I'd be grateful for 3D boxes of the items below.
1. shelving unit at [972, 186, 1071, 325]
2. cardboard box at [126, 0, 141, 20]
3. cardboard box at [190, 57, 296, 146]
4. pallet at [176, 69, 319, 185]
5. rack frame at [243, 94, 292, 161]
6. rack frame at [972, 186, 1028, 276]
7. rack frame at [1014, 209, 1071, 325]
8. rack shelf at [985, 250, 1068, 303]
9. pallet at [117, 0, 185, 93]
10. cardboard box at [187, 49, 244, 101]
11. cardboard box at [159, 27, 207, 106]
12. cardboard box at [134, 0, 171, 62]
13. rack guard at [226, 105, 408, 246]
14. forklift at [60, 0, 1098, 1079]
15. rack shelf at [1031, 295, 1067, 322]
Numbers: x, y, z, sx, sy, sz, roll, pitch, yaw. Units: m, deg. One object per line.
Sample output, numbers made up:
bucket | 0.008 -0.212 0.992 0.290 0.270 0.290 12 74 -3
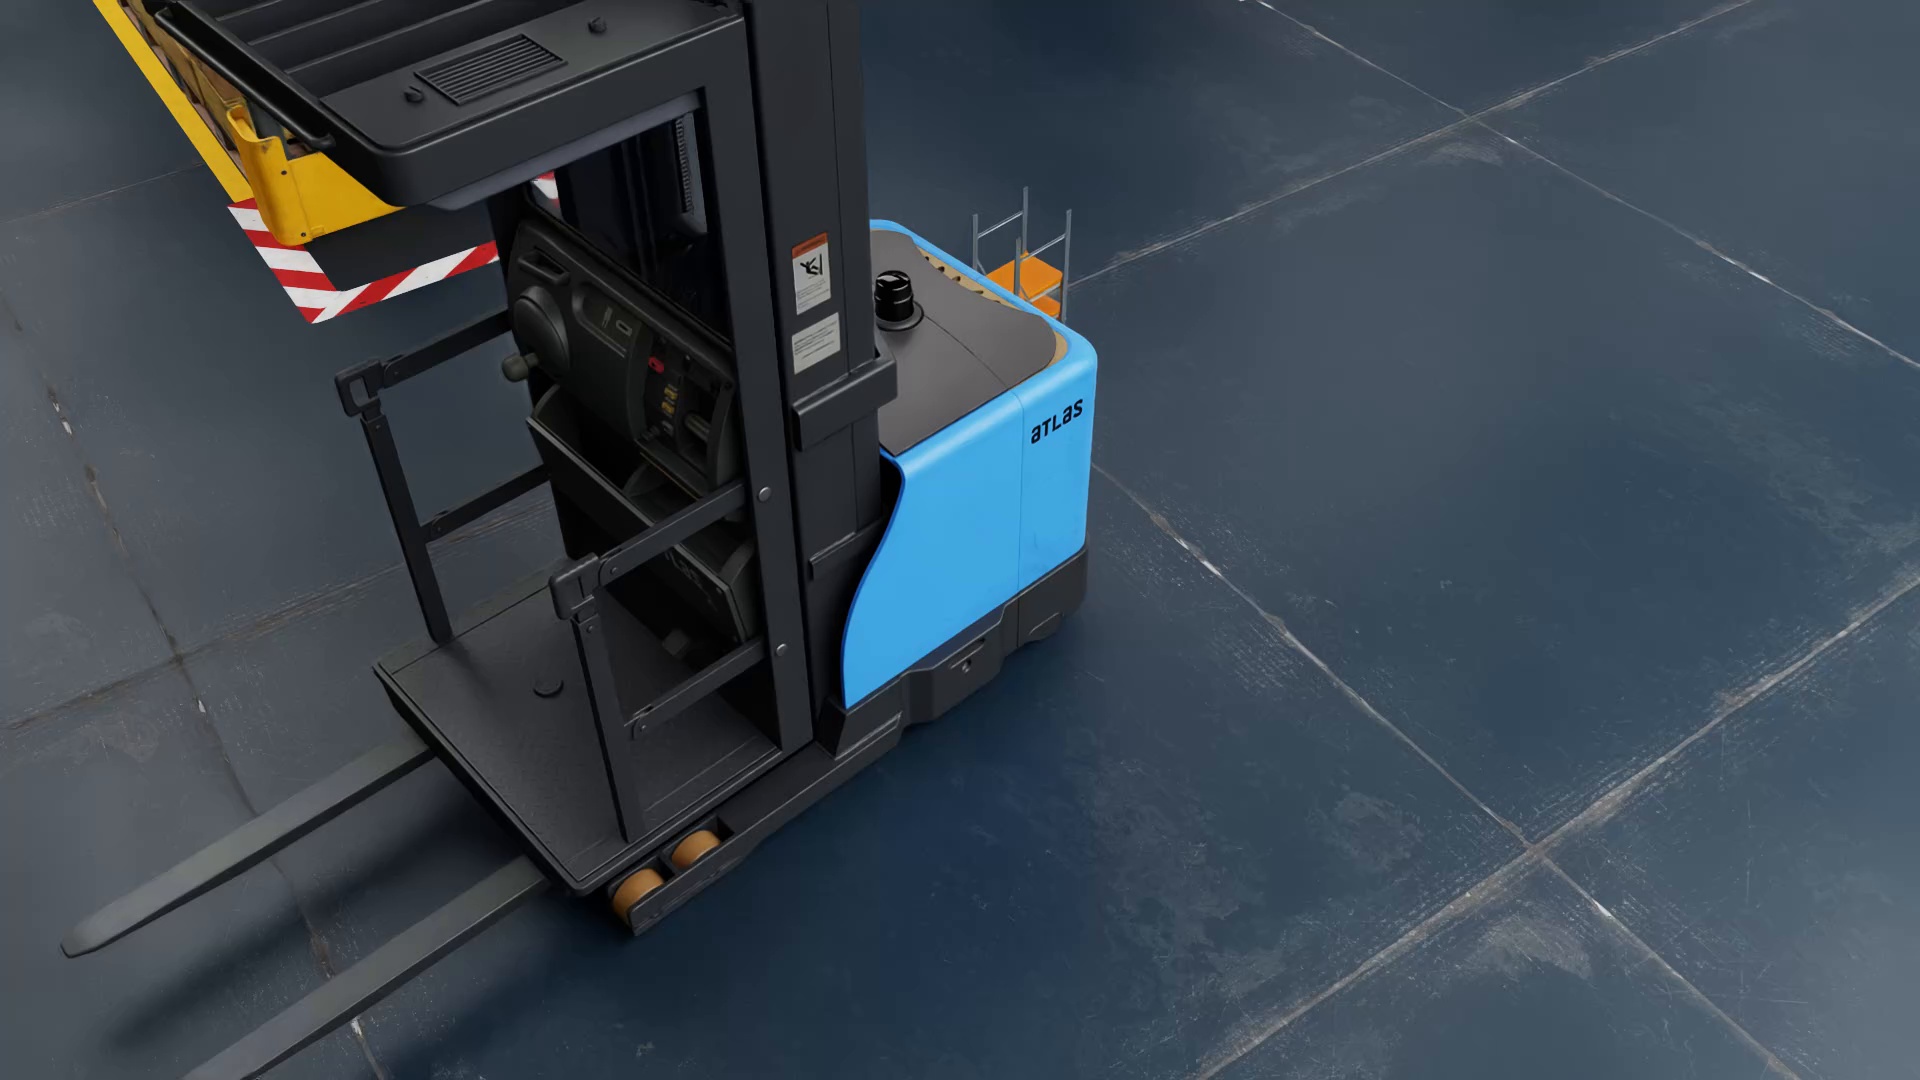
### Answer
shelving unit | 0.188 -0.560 5.468 0.258 1.200 0.189 -34 53 -30
cardboard box | -3.912 -2.844 8.244 0.500 0.250 0.500 -26 49 -24
cardboard box | -3.044 -1.999 7.359 0.500 0.250 0.500 -26 49 -24
pallet | -2.967 -2.063 7.758 1.003 0.211 1.213 -26 49 -24
rack frame | -2.495 -2.655 6.358 1.000 3.000 0.127 -26 49 -24
rack frame | 0.124 -0.605 5.515 0.240 1.200 0.006 -34 53 -30
rack frame | 0.251 -0.515 5.421 0.240 1.200 0.006 -34 53 -30
rack shelf | 0.188 -0.788 5.250 0.258 0.103 0.180 -34 53 -30
pallet | -3.661 -2.753 8.481 1.003 0.211 1.213 -26 49 -24
cardboard box | -3.046 -2.269 7.099 0.500 0.500 0.500 -26 49 -24
cardboard box | -3.340 -2.277 7.650 0.500 0.250 0.500 -26 49 -24
cardboard box | -3.628 -2.560 7.946 0.500 0.250 0.500 -26 49 -24
rack guard | -2.482 -1.737 7.207 1.175 0.500 0.348 -26 49 -24
forklift | -1.008 -0.392 4.038 3.031 2.935 1.130 -33 53 -30
rack shelf | 0.188 -0.702 5.333 0.258 0.103 0.180 -34 53 -30
